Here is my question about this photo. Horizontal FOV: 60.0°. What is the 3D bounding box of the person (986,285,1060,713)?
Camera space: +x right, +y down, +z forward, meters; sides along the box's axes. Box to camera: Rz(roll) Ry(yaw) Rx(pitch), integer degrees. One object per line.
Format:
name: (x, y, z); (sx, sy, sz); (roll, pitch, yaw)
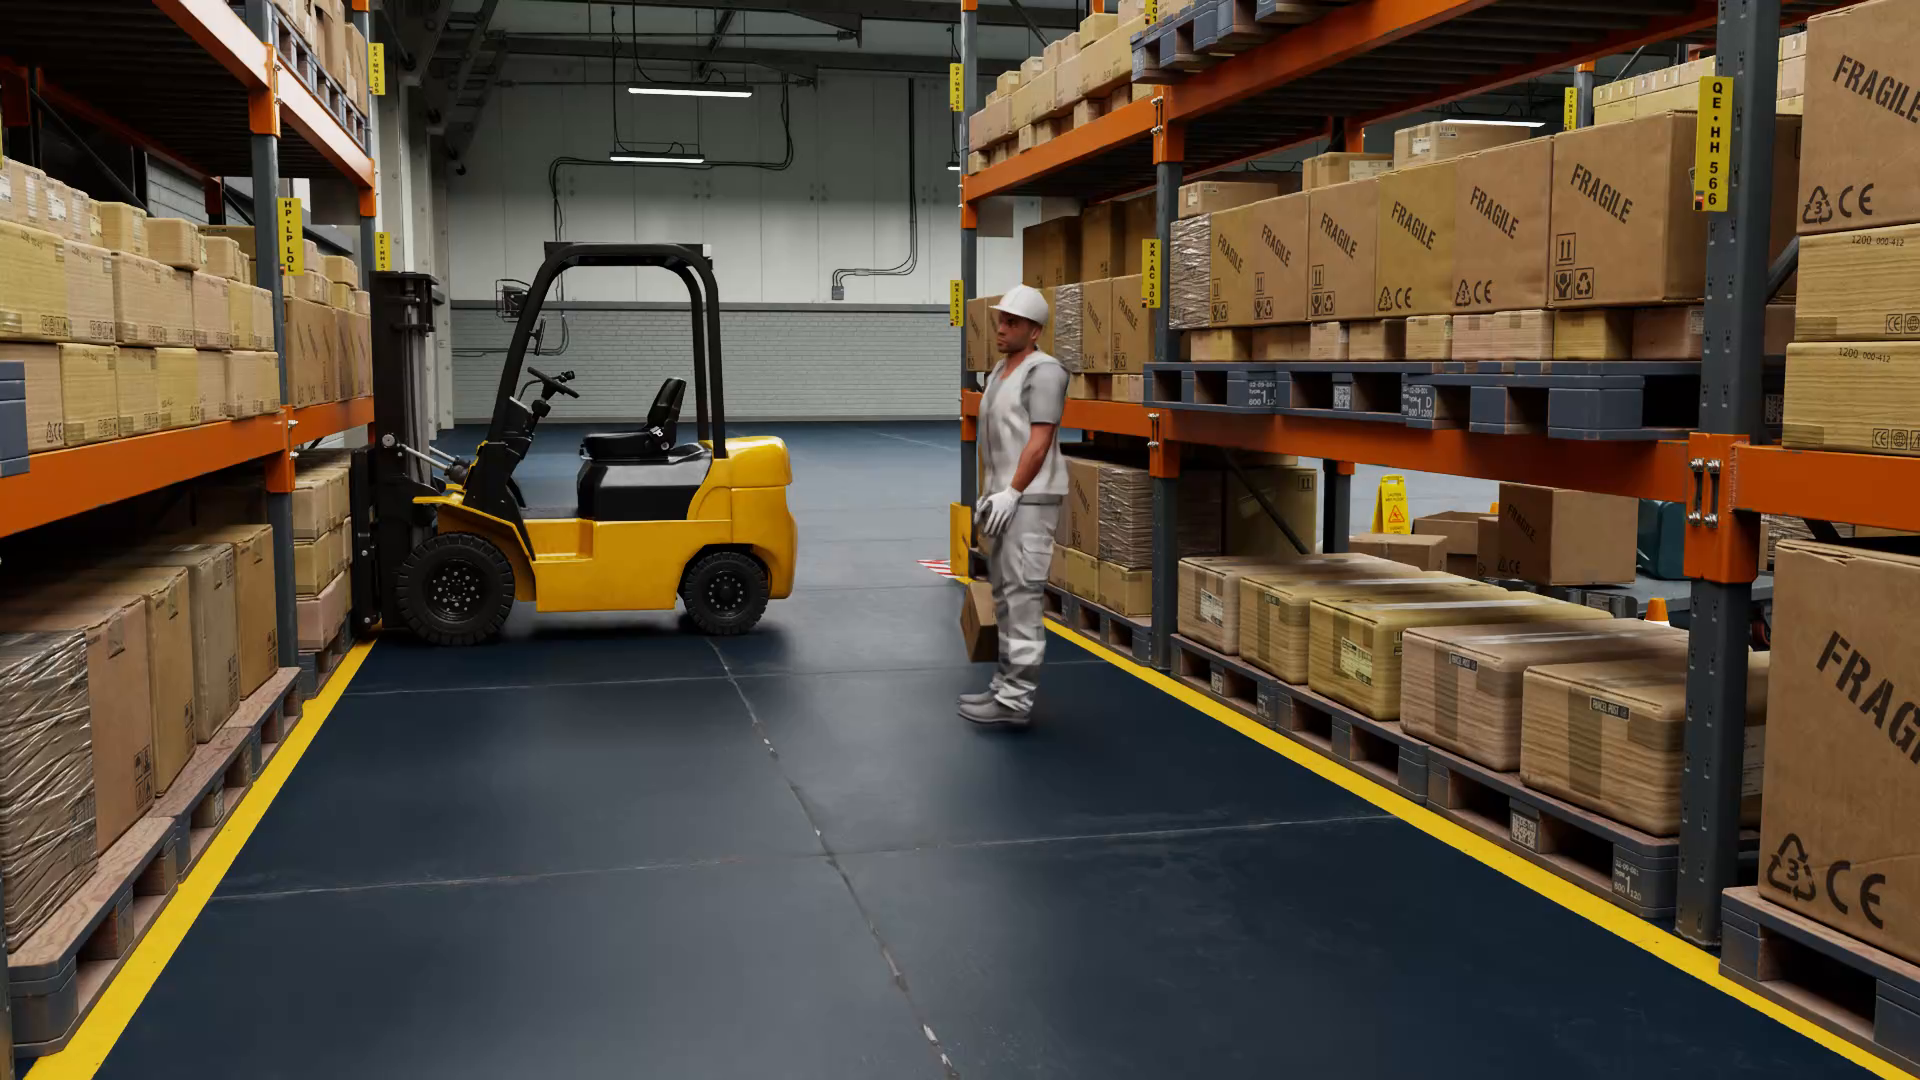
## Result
person: (7.503, -2.048, 24.982); (27.675, 1.819, 28.579); (-2, 7, -22)
